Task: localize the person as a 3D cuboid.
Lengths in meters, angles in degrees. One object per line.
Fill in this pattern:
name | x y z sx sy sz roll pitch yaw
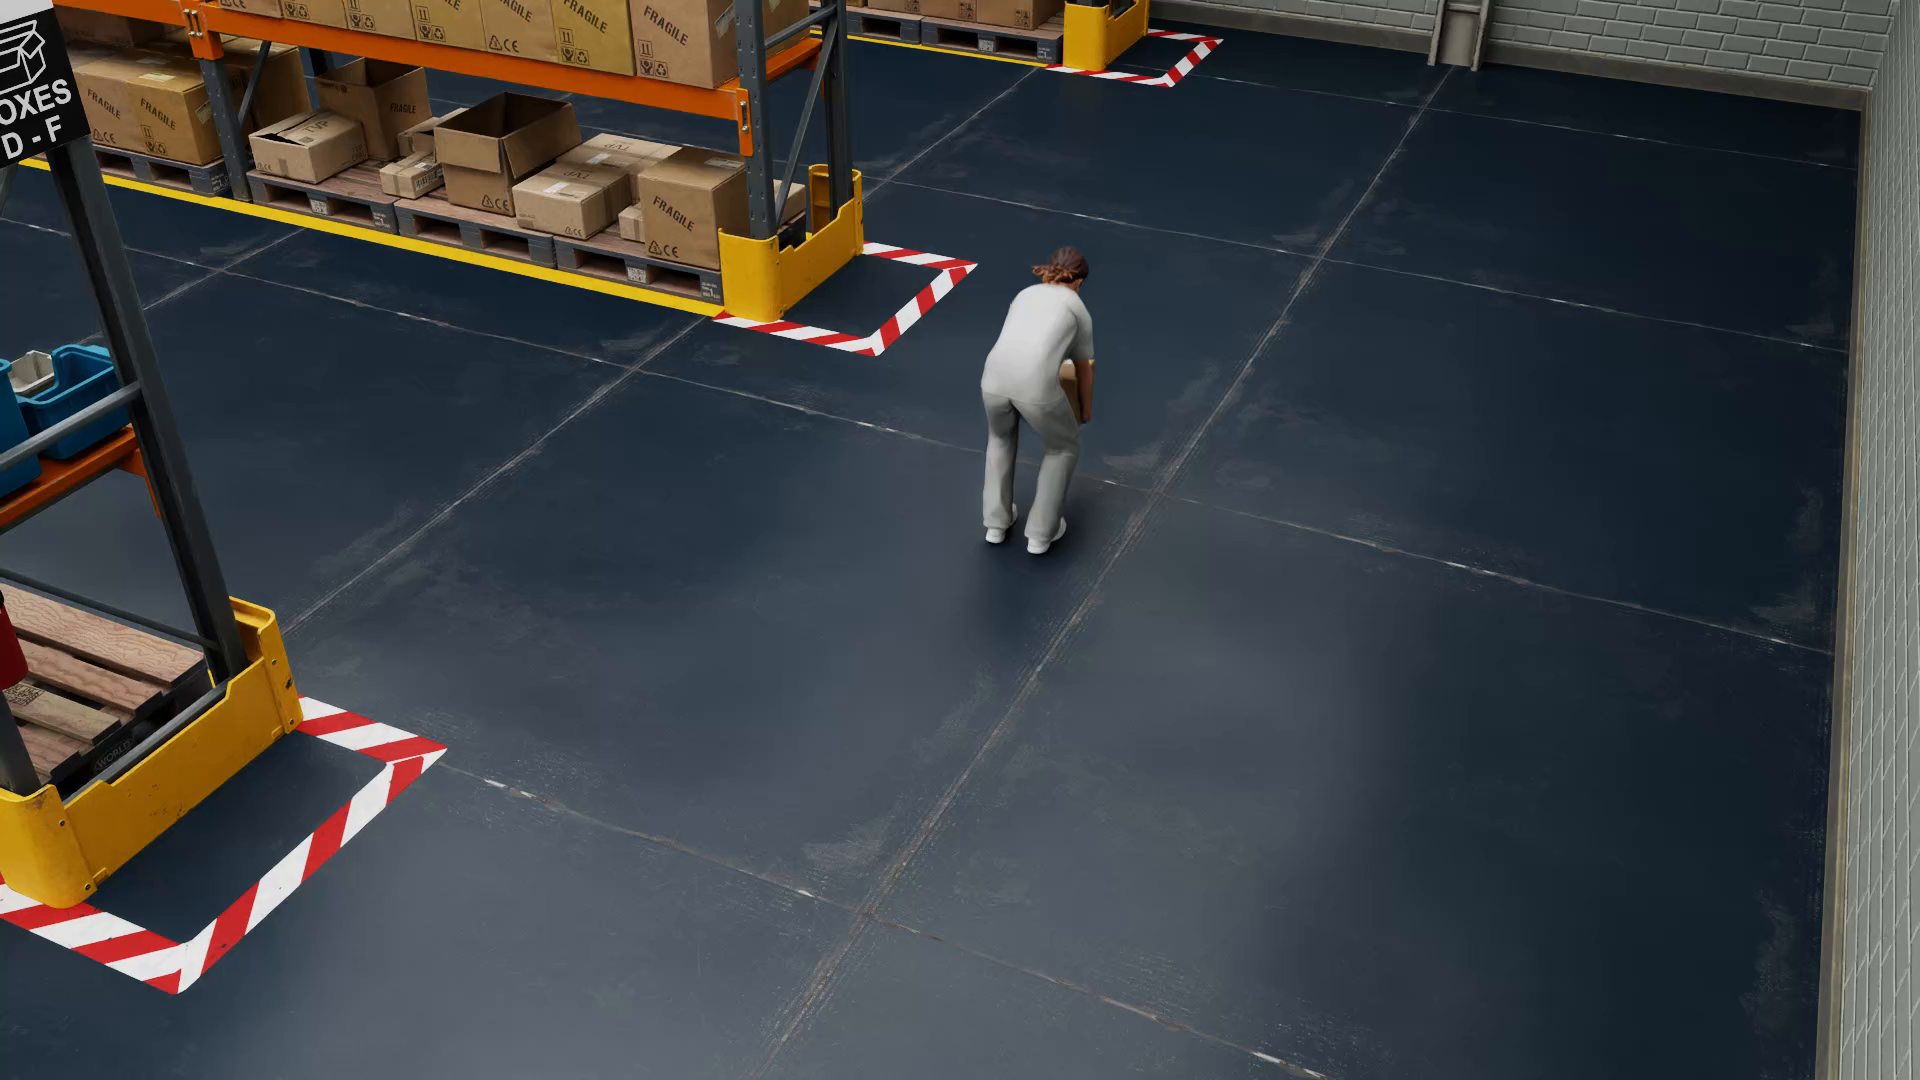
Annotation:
person | 0.372 -0.623 7.503 0.434 1.199 0.837 13 36 19
